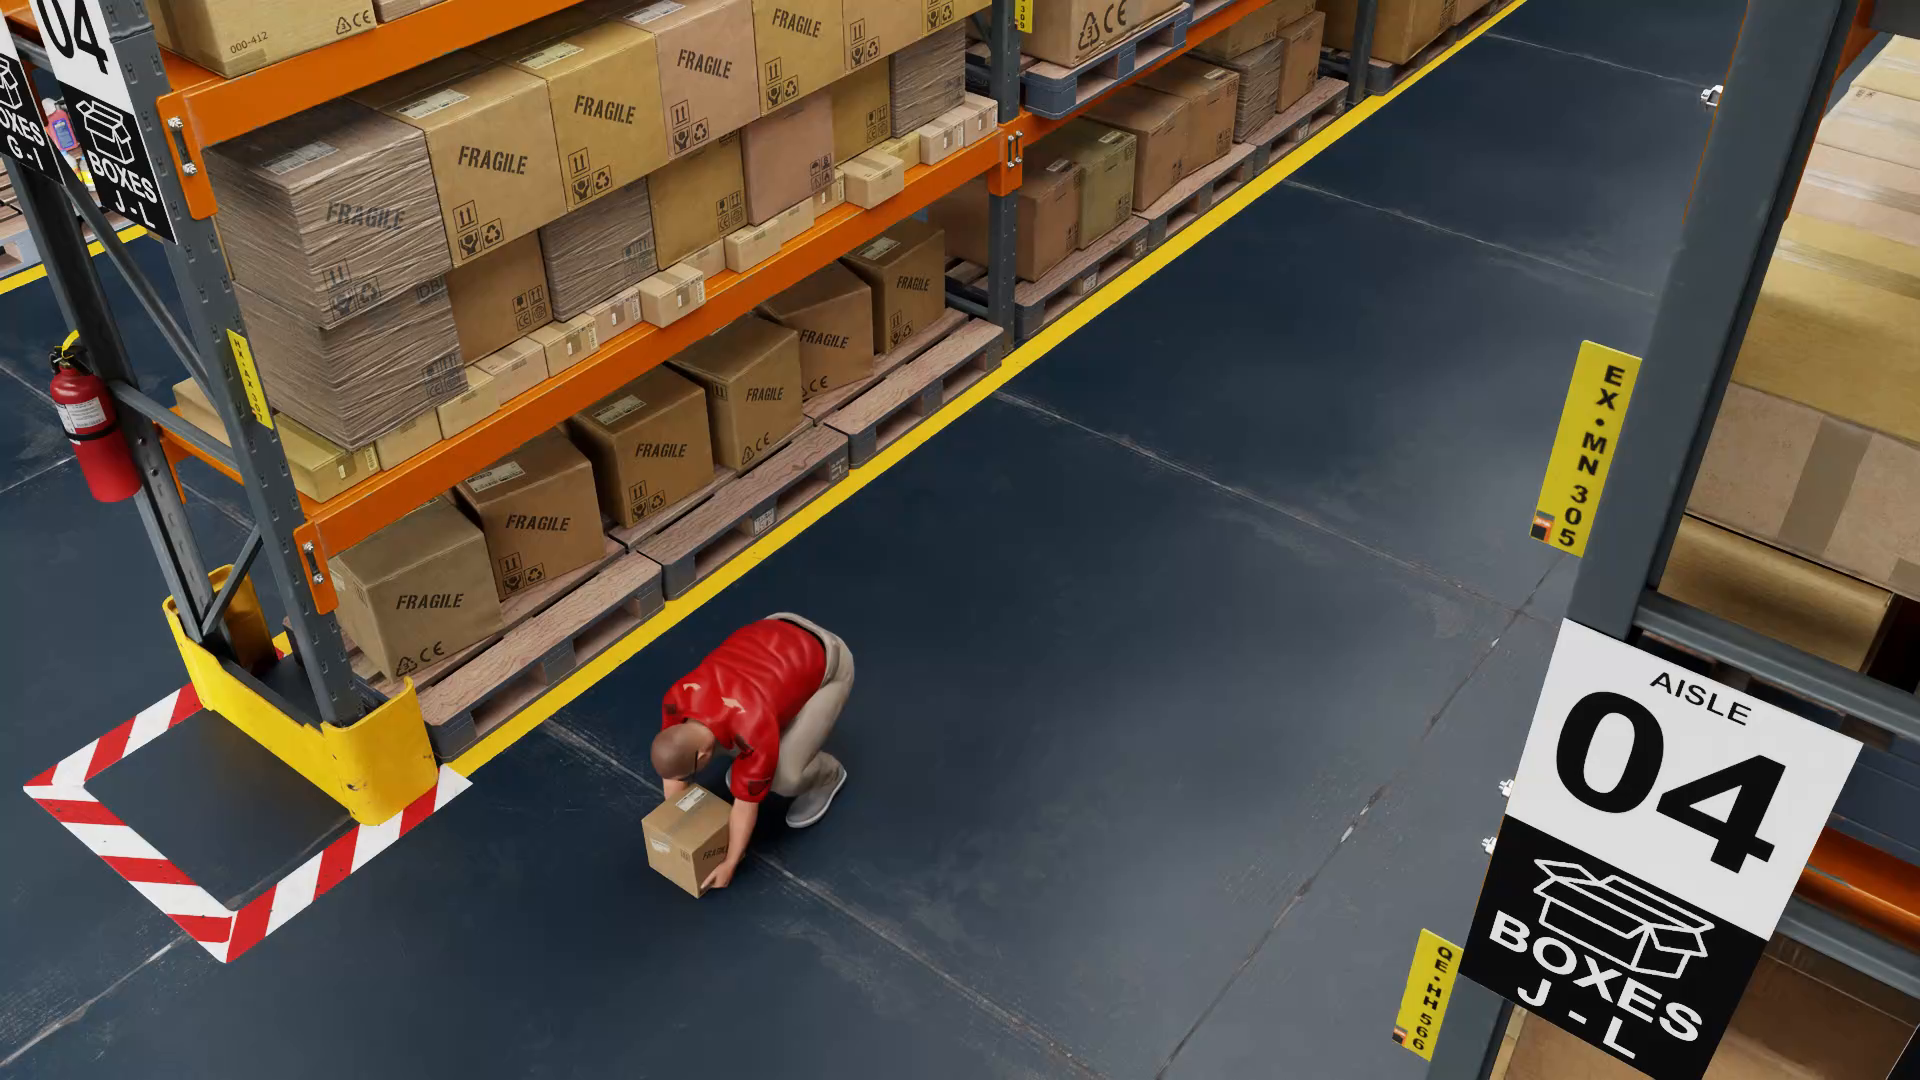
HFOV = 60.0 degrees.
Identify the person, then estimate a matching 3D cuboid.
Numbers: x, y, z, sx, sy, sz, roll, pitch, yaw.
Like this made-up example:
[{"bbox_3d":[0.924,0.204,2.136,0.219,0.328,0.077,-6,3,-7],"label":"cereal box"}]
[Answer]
[{"bbox_3d":[-0.759,0.729,6.041,0.528,0.788,0.940,24,45,27],"label":"person"}]
